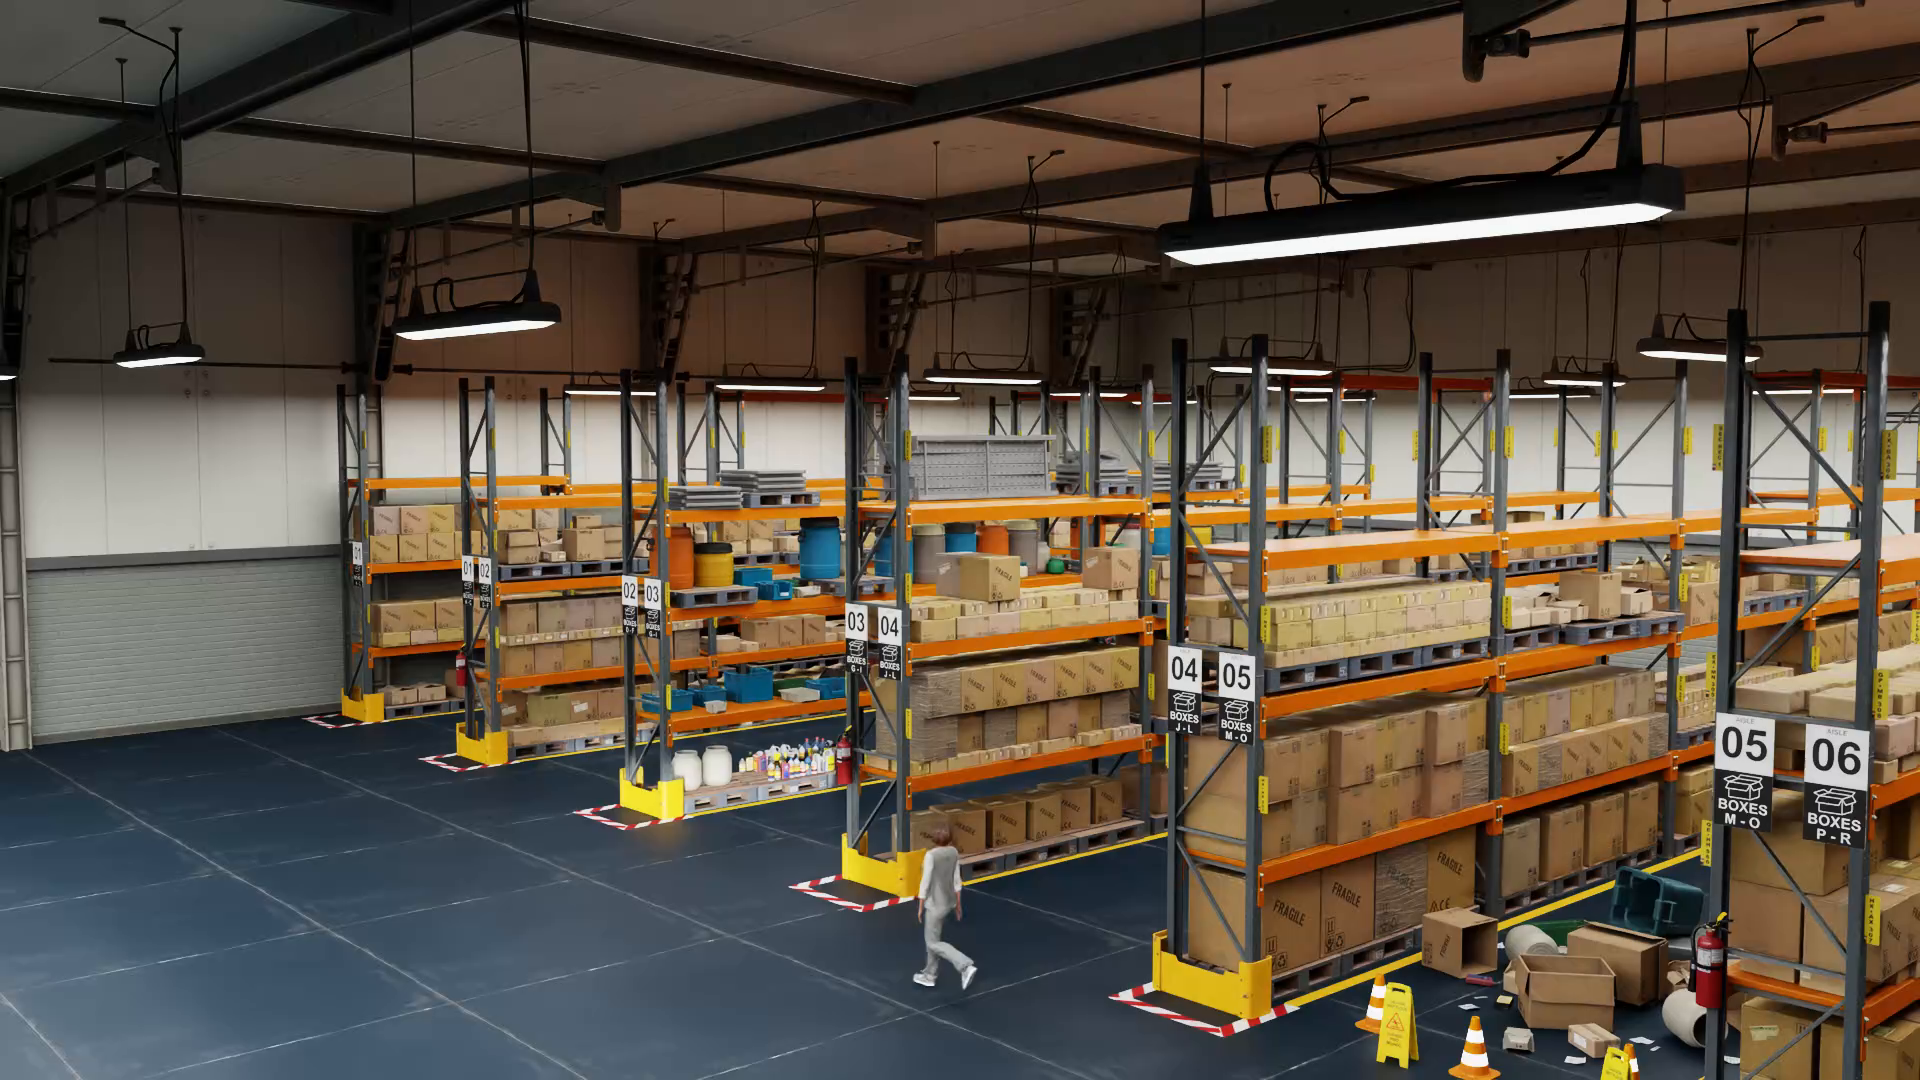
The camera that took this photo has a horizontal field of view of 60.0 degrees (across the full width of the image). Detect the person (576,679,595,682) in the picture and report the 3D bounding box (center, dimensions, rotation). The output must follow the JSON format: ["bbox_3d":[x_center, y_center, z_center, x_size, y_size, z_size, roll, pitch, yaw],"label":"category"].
[{"bbox_3d":[-7.022,2.244,30.908,0.436,1.774,0.588,0,4,-6],"label":"person"}]

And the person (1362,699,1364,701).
[{"bbox_3d":[5.270,2.852,22.224,0.437,1.730,0.620,2,4,24],"label":"person"}]

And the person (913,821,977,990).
[{"bbox_3d":[-0.154,3.368,15.273,0.760,1.577,0.406,2,4,26],"label":"person"}]
